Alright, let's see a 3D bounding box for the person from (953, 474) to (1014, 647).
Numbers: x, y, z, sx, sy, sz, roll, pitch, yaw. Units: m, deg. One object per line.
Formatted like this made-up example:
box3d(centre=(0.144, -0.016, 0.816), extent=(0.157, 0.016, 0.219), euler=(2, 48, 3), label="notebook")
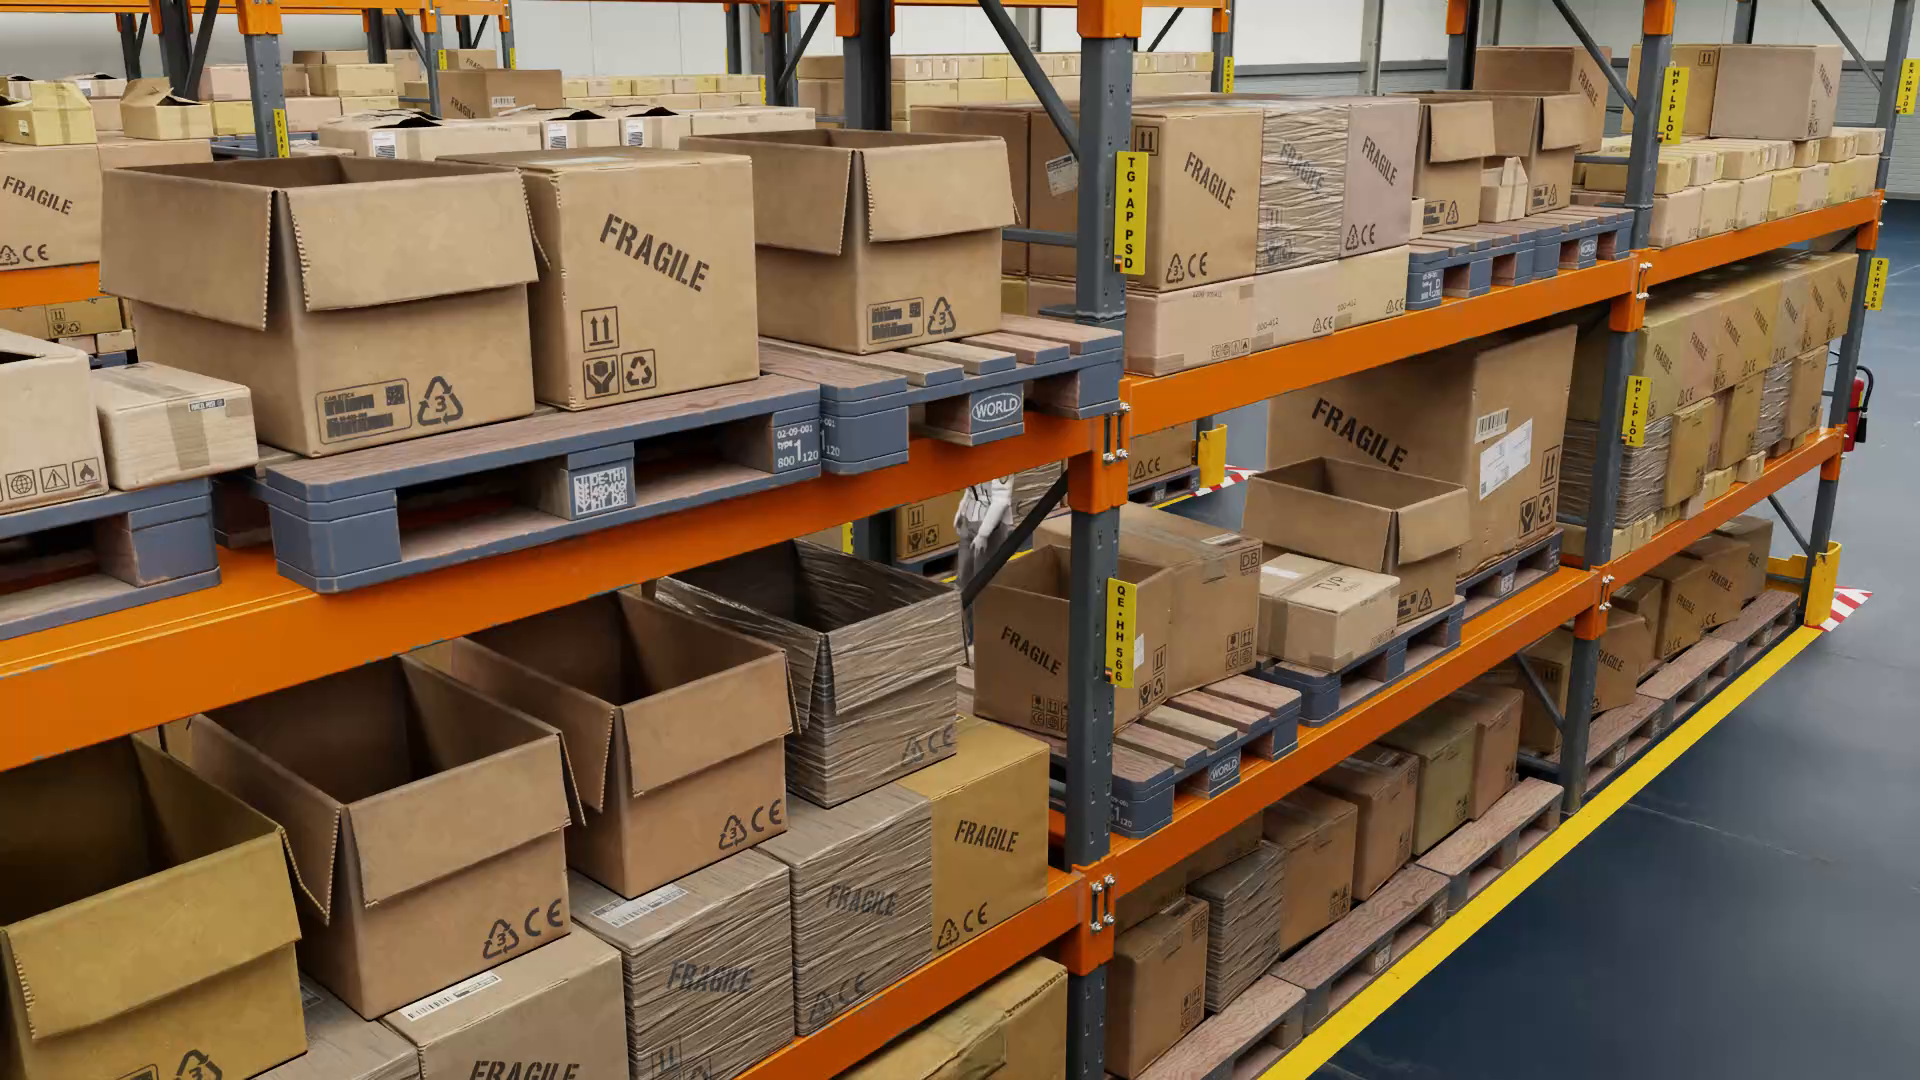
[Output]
box3d(centre=(0.091, -0.086, 10.235), extent=(0.539, 1.696, 0.568), euler=(-5, 18, -15), label="person")
